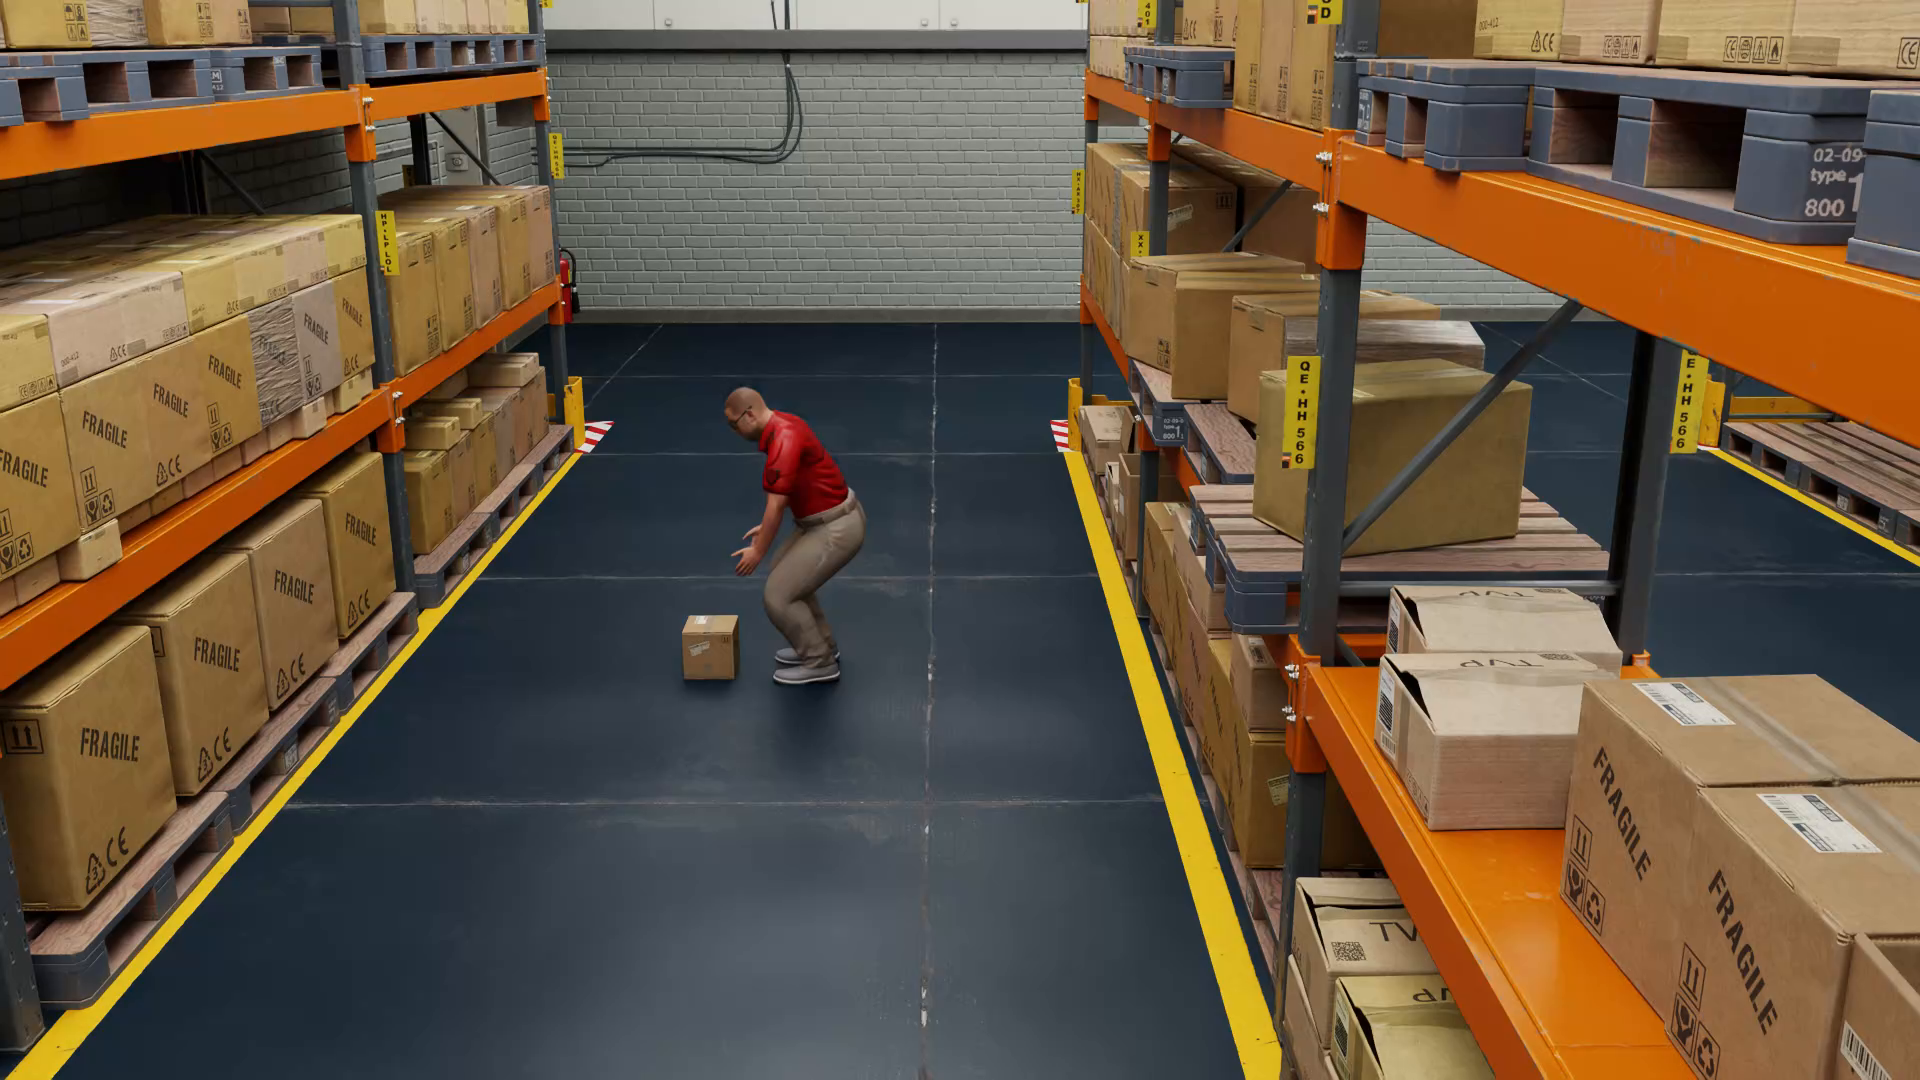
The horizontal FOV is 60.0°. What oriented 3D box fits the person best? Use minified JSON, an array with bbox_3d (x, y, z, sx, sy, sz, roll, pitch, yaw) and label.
[{"bbox_3d":[-0.814,-0.028,8.131,0.621,1.466,0.588,0,17,0],"label":"person"}]
